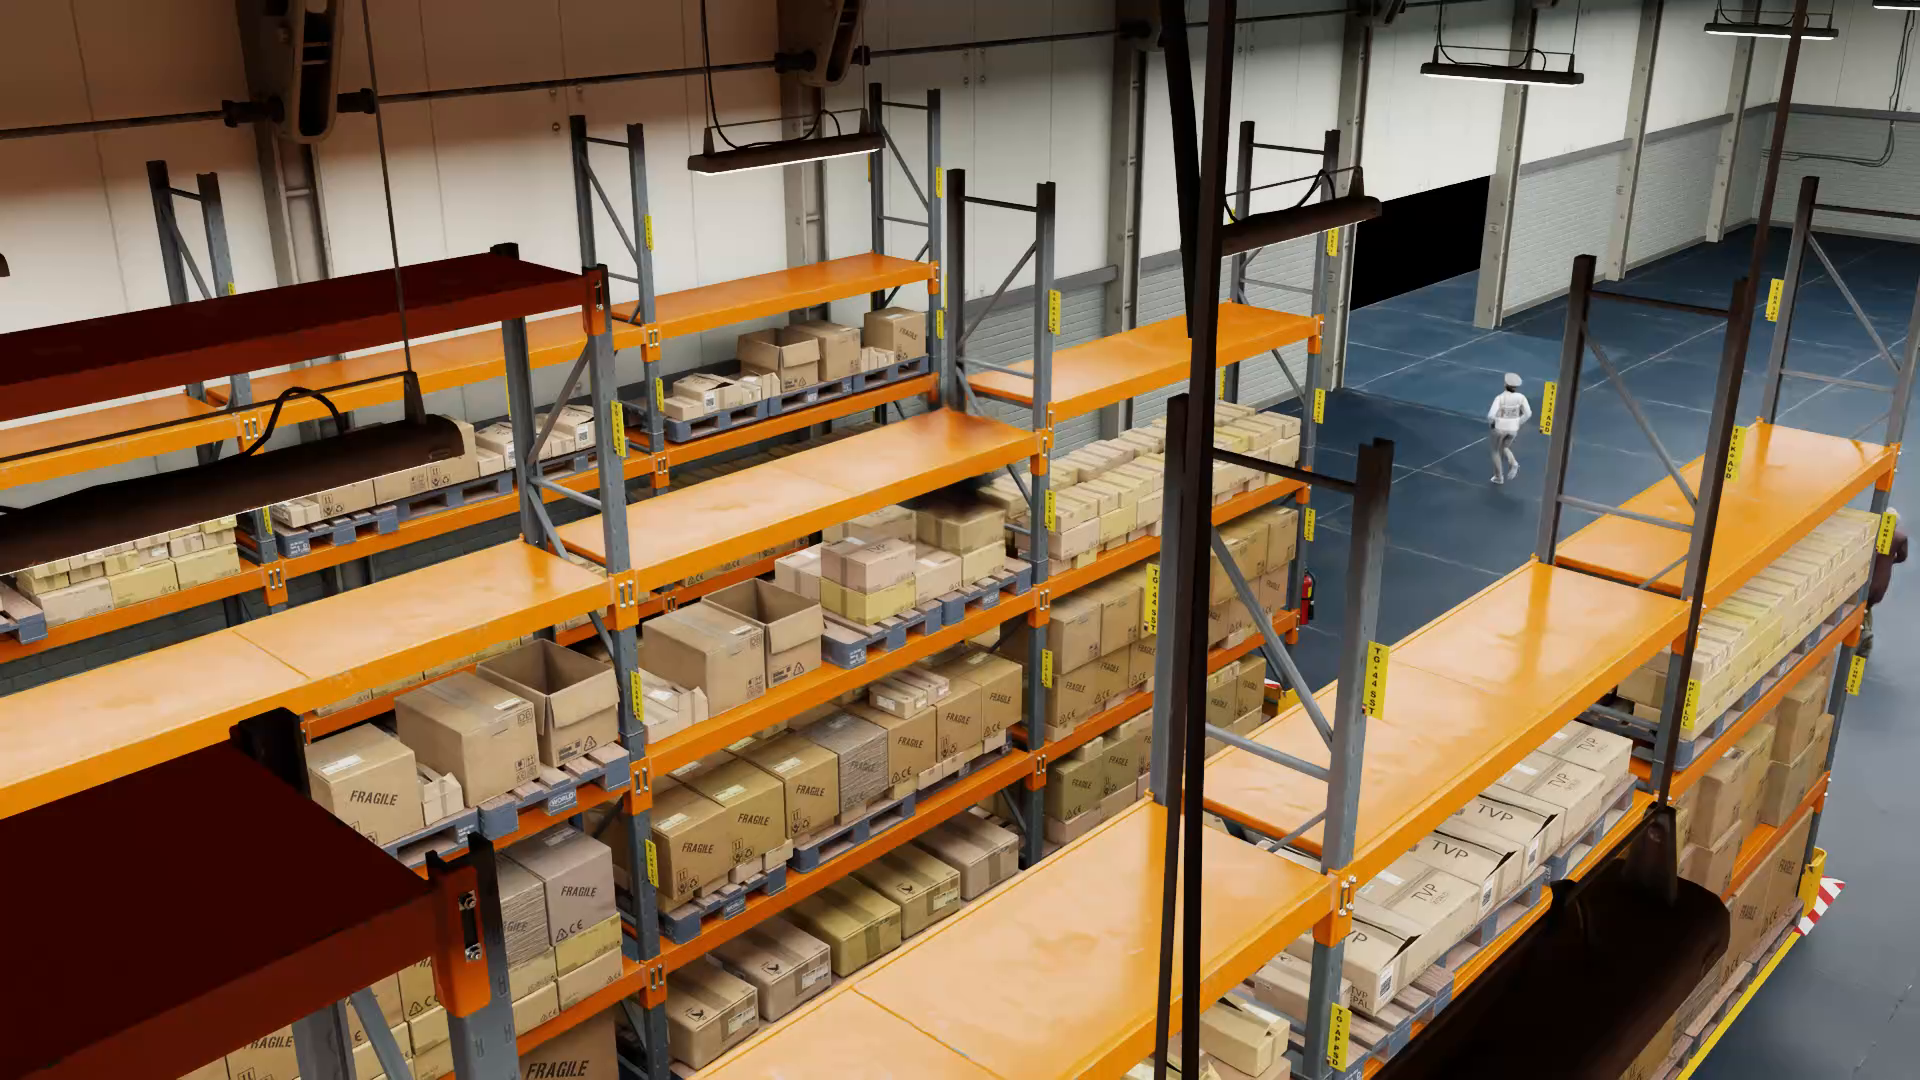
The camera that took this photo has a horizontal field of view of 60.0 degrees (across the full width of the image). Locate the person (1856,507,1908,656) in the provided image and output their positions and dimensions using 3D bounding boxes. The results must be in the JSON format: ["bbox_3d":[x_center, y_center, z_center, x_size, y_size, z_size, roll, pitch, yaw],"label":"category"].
[{"bbox_3d":[10.104,0.423,18.518,0.702,1.730,0.649,-5,22,-11],"label":"person"}]

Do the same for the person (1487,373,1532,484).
[{"bbox_3d":[7.826,-1.581,23.837,0.621,1.657,0.552,-2,21,-4],"label":"person"}]
